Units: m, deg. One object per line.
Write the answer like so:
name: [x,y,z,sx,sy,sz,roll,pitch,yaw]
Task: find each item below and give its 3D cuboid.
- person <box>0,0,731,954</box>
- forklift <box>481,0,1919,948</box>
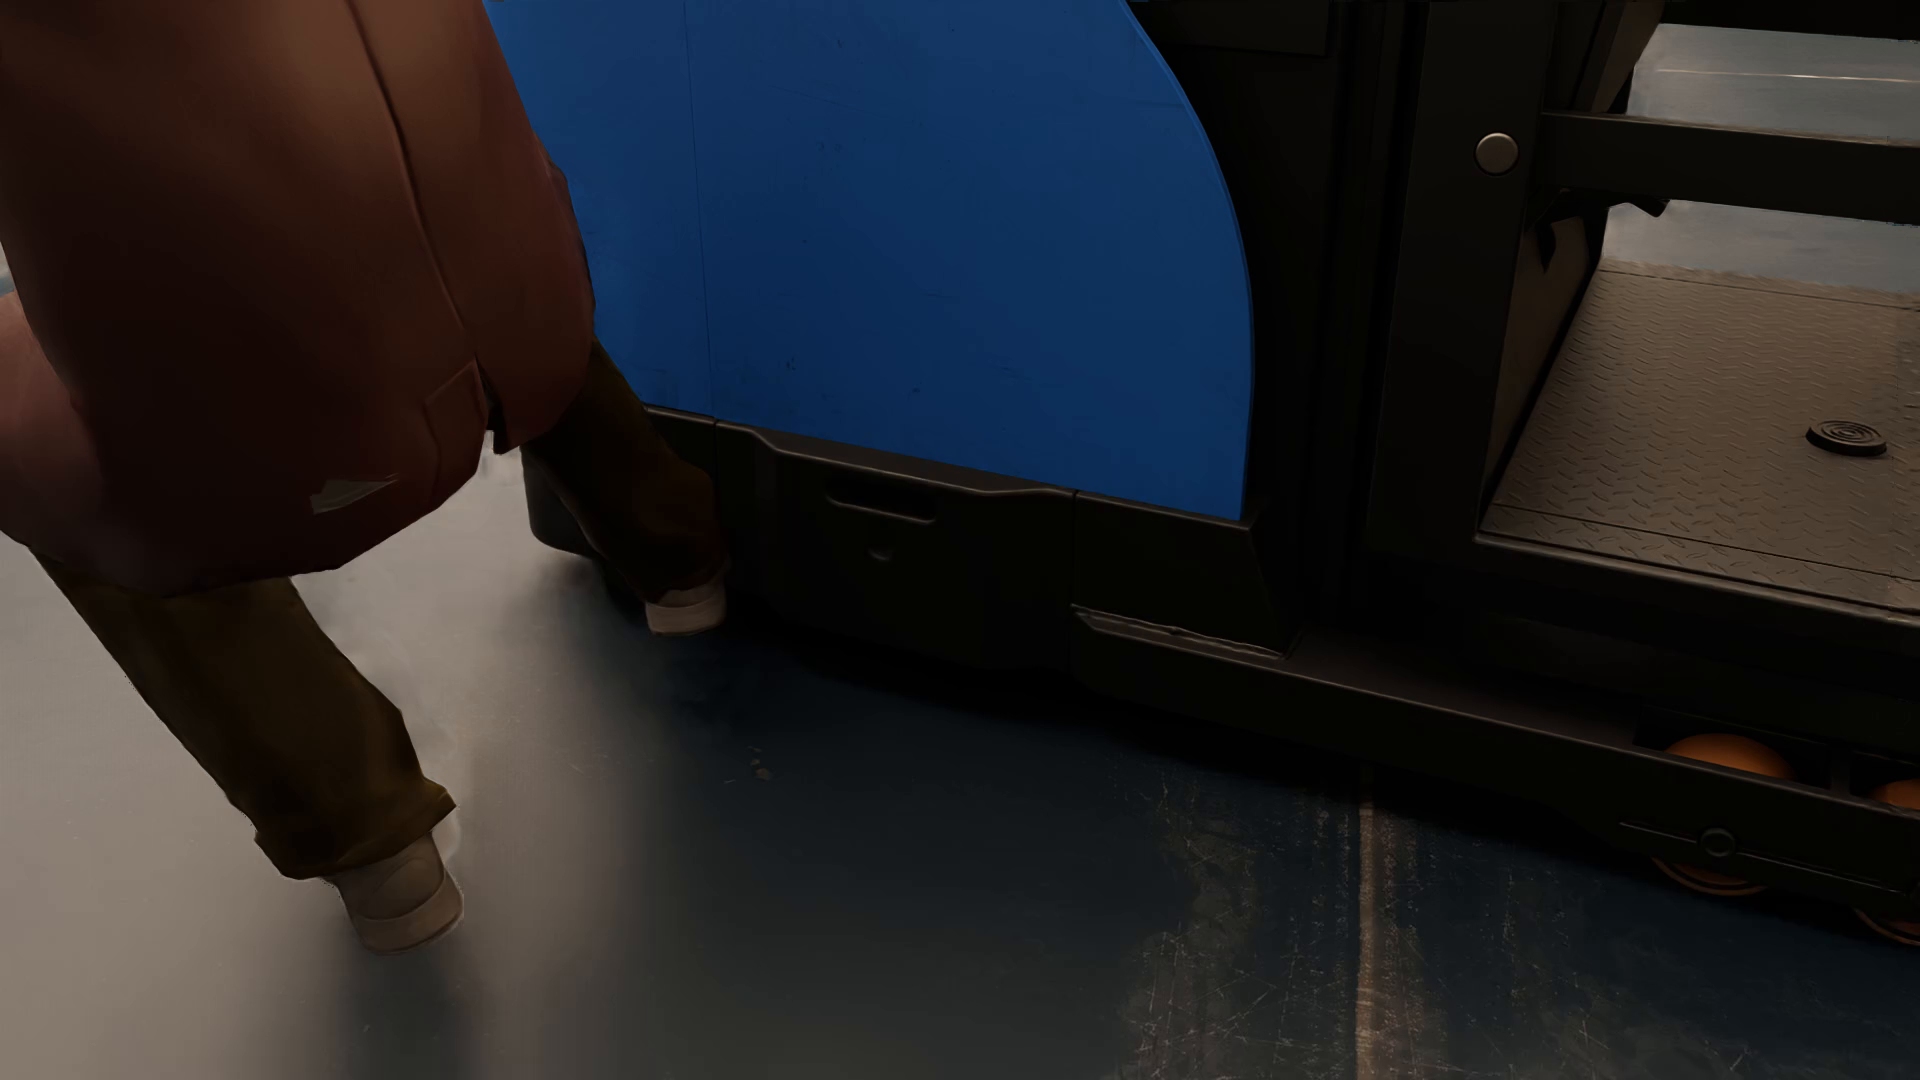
person: [-0.725,-0.271,1.351,0.815,1.430,1.679,15,31,28]
forklift: [0.940,-1.170,1.565,3.031,2.935,1.130,12,29,23]
